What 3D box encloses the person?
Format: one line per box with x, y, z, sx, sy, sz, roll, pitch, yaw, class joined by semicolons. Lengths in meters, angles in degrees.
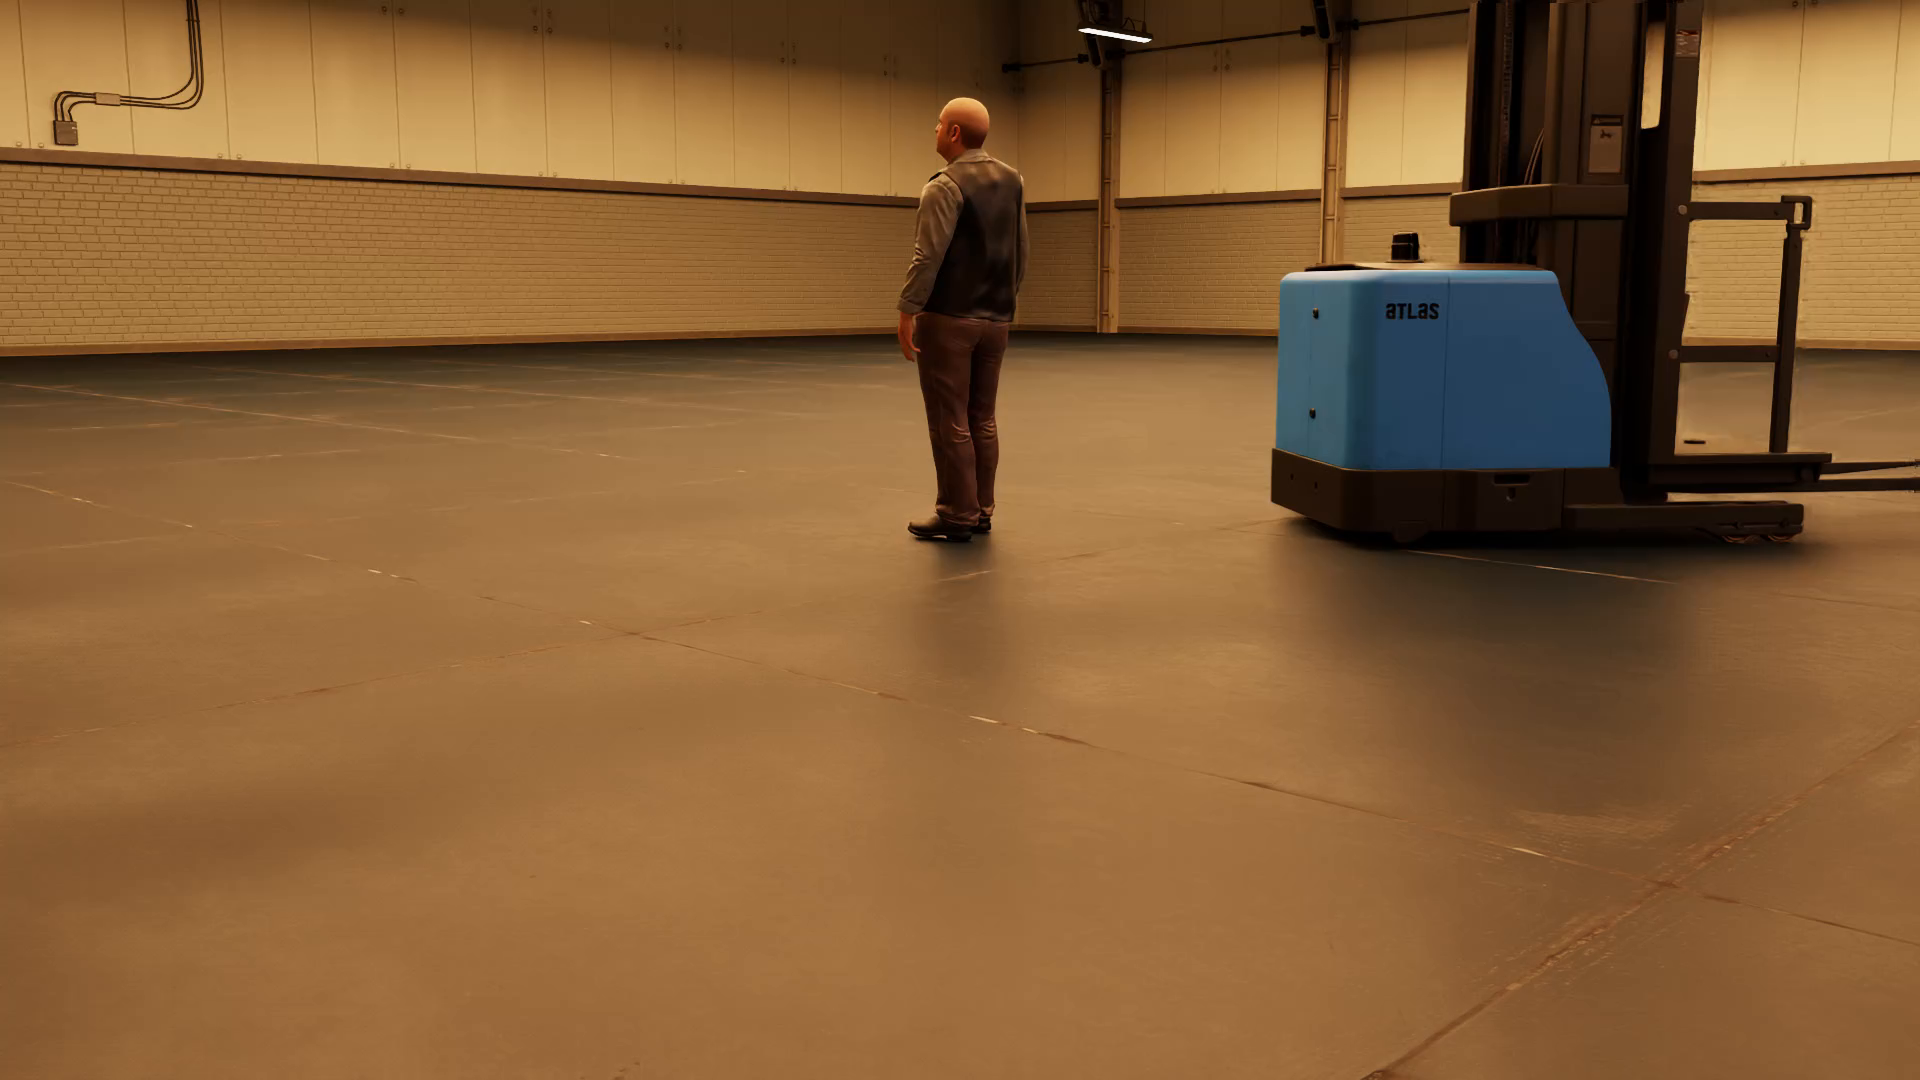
-0.040;-0.866;6.636;0.568;1.721;0.633;8;12;43;person

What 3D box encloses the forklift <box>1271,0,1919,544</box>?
2.931;-1.511;6.907;3.031;2.935;1.130;-1;9;-7;forklift
